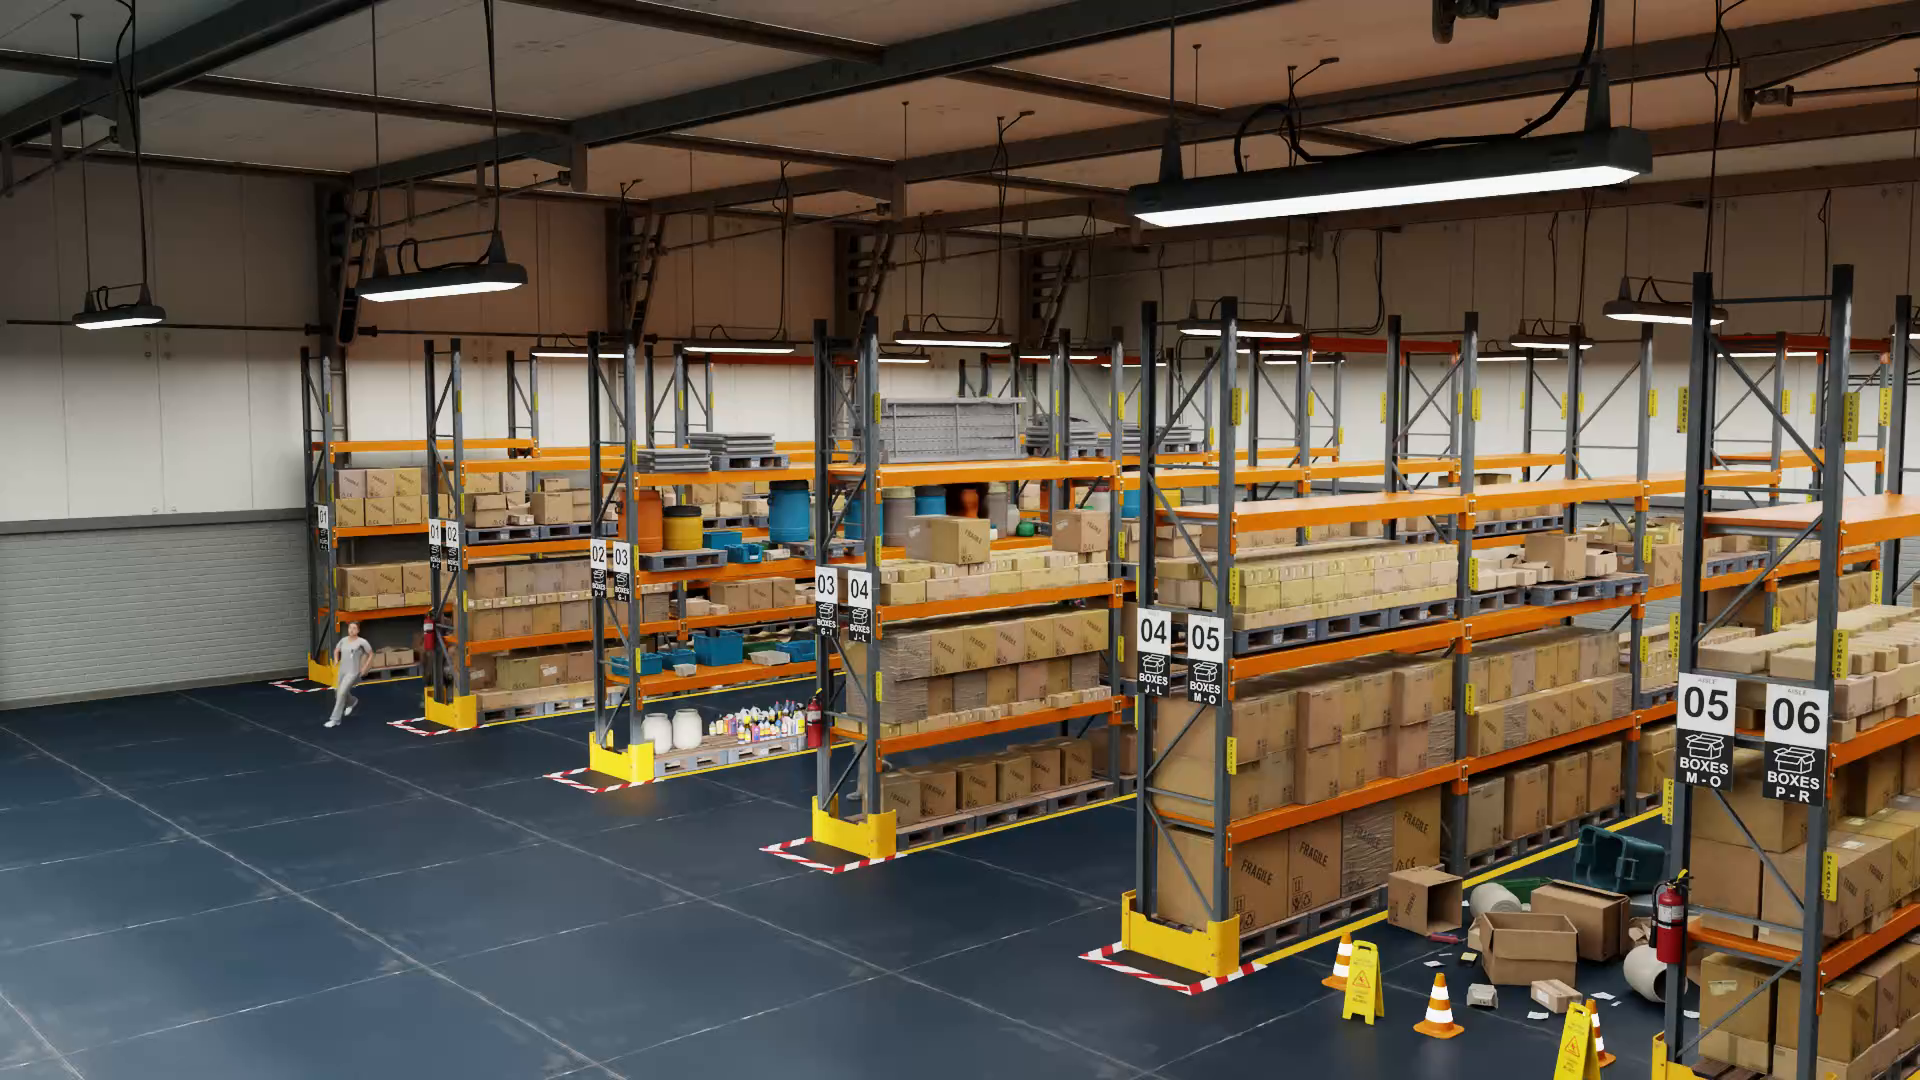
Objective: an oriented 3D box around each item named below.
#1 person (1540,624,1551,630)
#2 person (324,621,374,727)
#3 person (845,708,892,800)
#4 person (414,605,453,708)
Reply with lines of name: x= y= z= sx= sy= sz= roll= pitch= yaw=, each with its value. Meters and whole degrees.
person: x=9.209 y=2.099 z=26.167 sx=0.604 sy=1.567 sz=0.540 roll=-5 pitch=7 yaw=-43
person: x=-9.503 y=2.064 z=25.974 sx=0.623 sy=1.619 sz=0.862 roll=1 pitch=5 yaw=10
person: x=-1.128 y=2.432 z=21.285 sx=0.667 sy=1.697 sz=0.852 roll=5 pitch=7 yaw=43
person: x=-8.655 y=1.877 z=27.572 sx=0.728 sy=1.753 sz=0.751 roll=4 pitch=6 yaw=35
